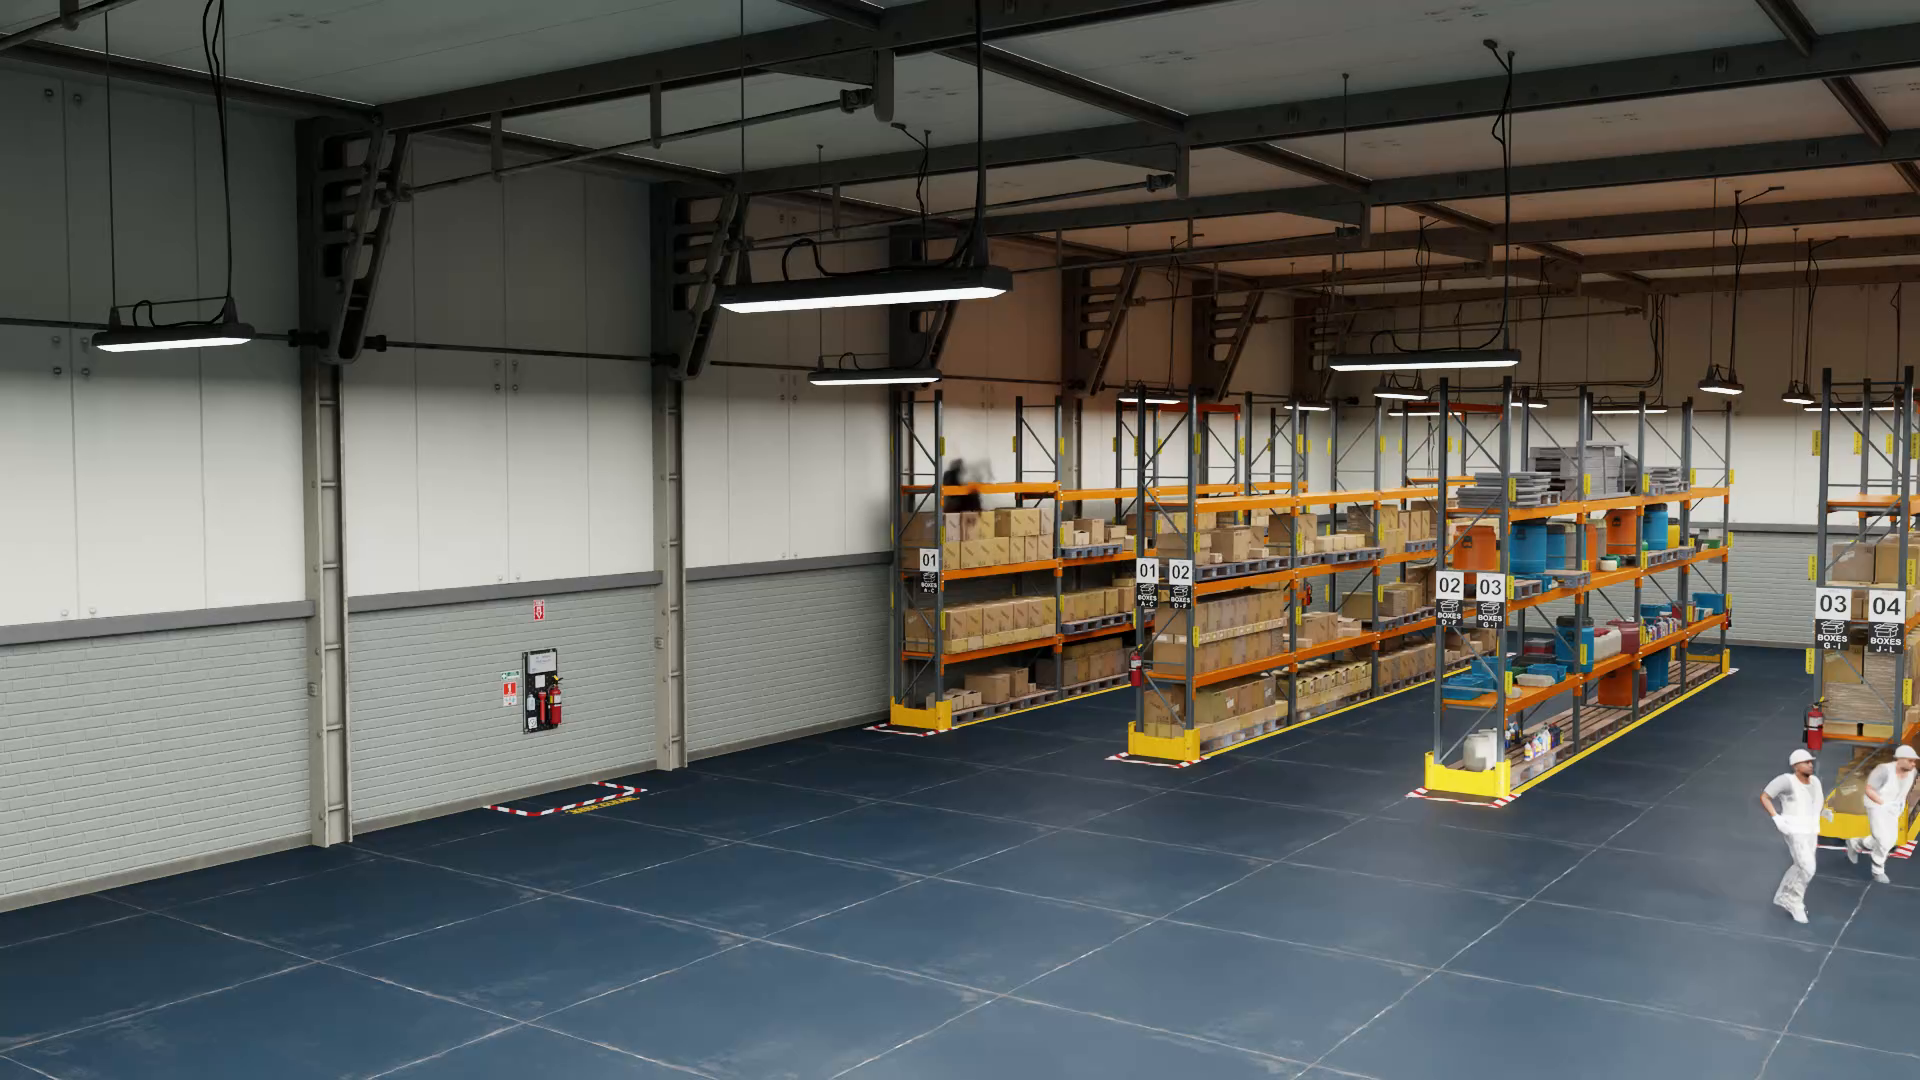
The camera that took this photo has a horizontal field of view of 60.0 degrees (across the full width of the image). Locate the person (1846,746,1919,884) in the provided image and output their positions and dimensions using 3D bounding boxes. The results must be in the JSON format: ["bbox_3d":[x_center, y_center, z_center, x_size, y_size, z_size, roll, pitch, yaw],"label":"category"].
[{"bbox_3d":[10.647,3.127,19.163,0.673,1.635,0.949,-1,3,-14],"label":"person"}]

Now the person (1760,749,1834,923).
[{"bbox_3d":[8.915,3.141,17.623,0.668,1.842,0.644,-1,4,-25],"label":"person"}]
